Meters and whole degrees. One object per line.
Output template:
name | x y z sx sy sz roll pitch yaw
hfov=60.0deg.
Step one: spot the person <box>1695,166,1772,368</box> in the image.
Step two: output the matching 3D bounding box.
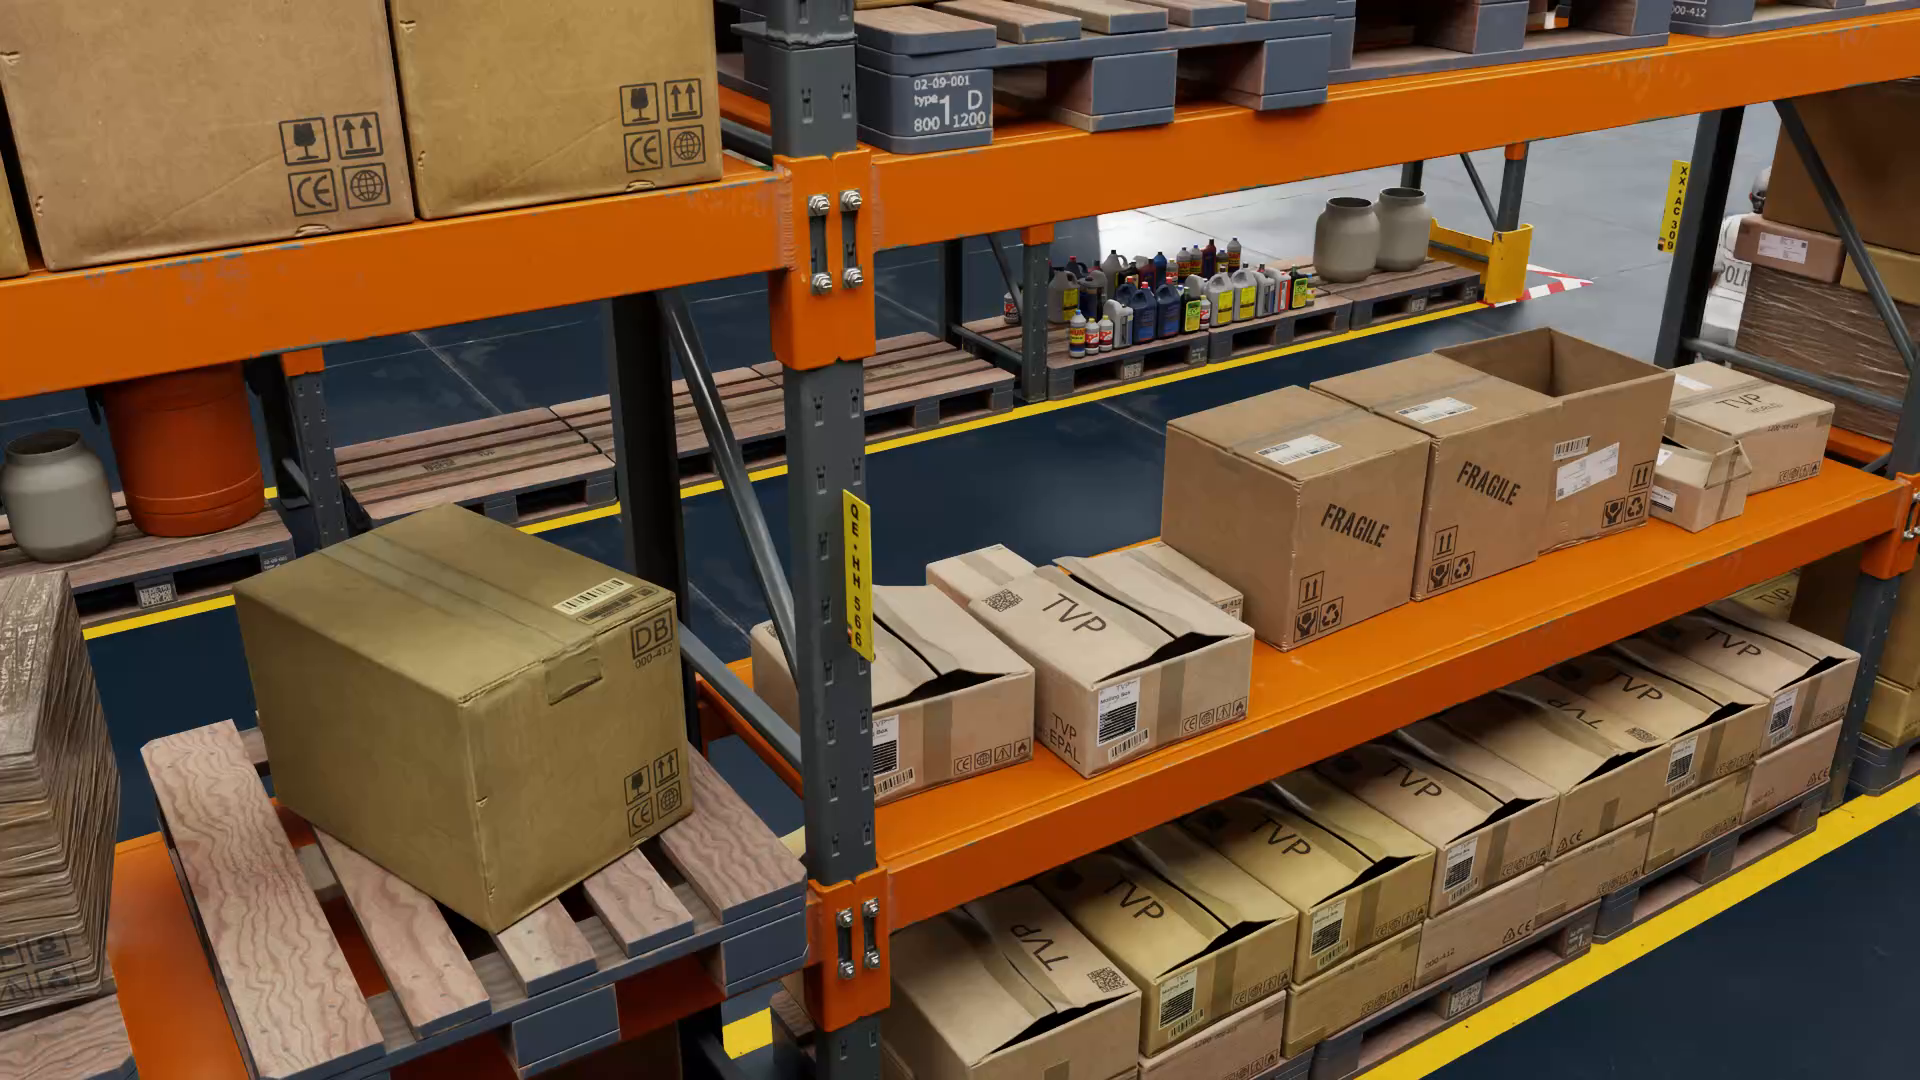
person | 3.999 -1.068 8.346 0.873 1.637 0.473 -15 29 -28
